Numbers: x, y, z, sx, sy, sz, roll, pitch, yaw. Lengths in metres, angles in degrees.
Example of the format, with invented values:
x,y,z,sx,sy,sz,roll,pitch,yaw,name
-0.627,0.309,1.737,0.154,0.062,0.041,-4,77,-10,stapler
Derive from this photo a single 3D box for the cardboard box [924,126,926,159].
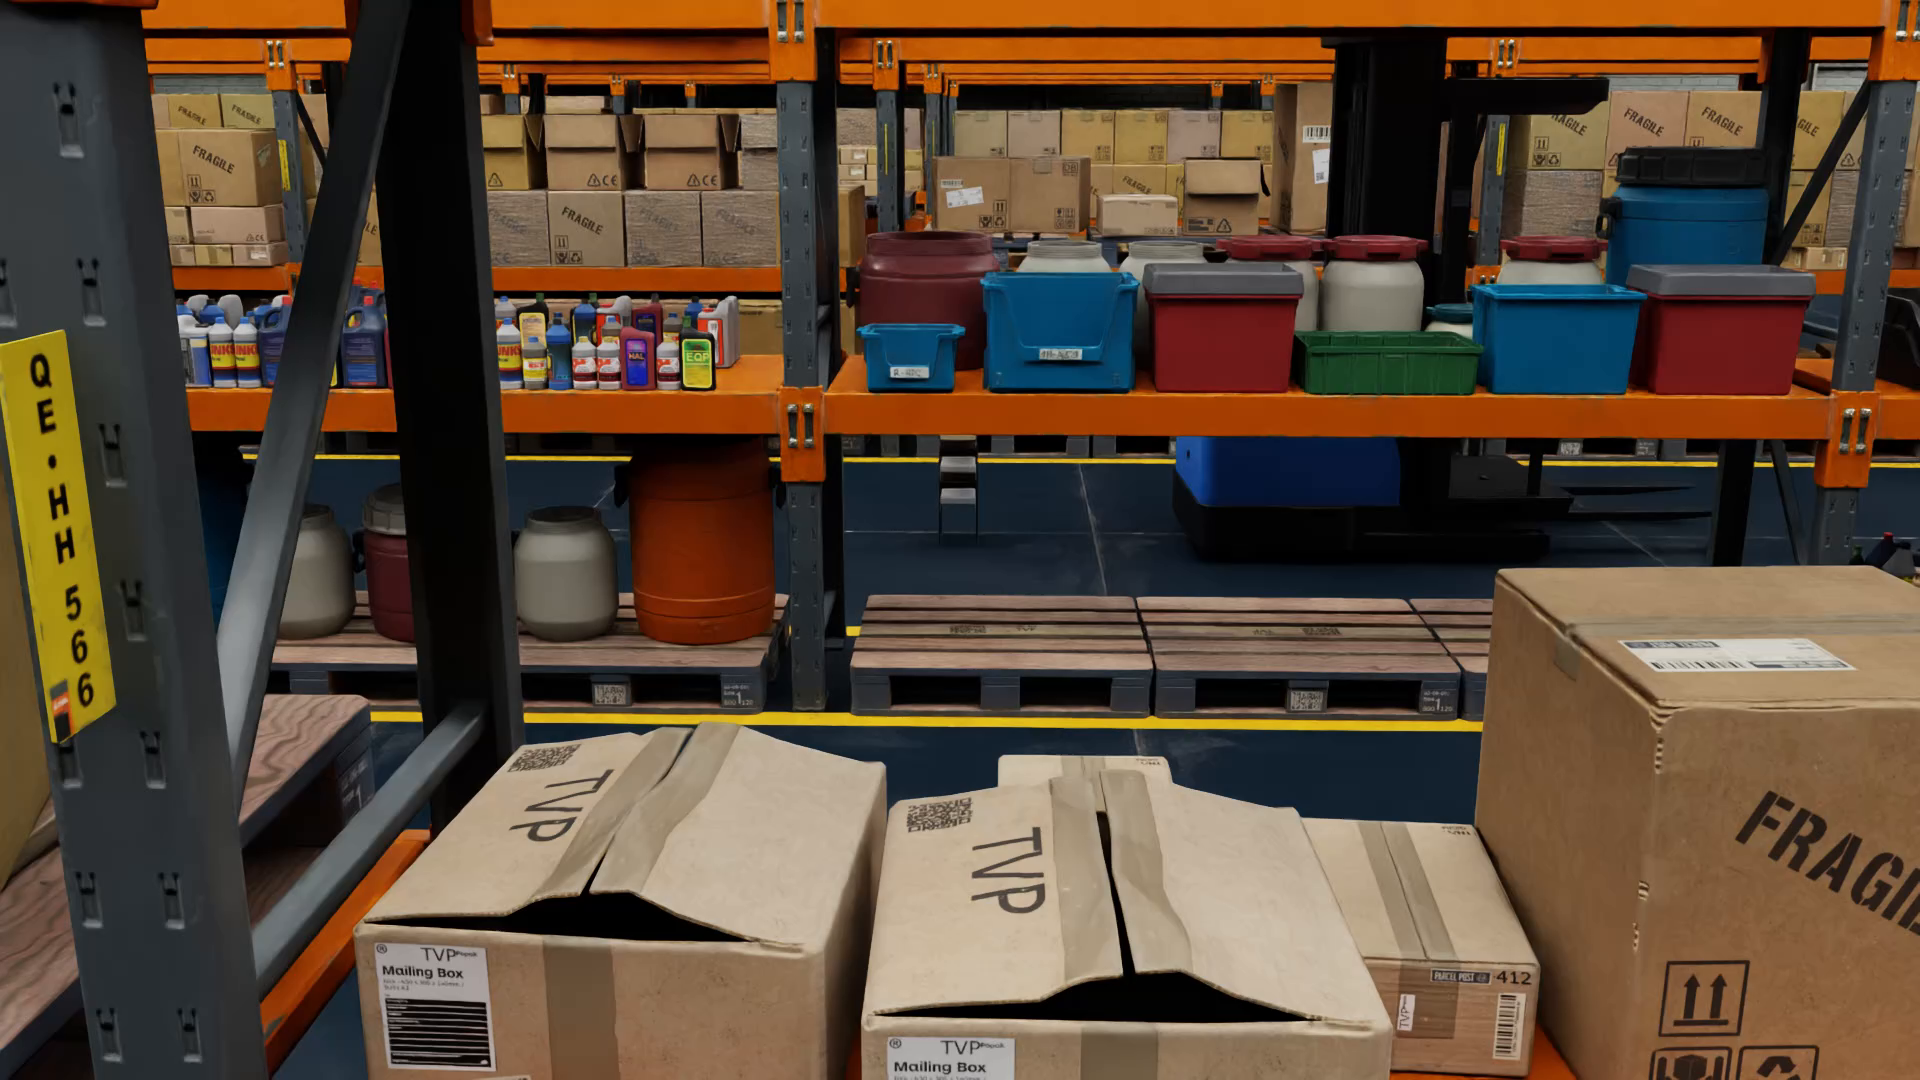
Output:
x,y,z,sx,sy,sz,roll,pitch,yaw,name
-0.607,-6.234,26.069,0.500,0.500,0.500,1,15,4,cardboard box

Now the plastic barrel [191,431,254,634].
x,y,z,sx,sy,sz,roll,pitch,yaw,name
-3.346,-0.085,7.073,0.708,0.901,0.600,0,15,1,plastic barrel

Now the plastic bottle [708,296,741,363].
x,y,z,sx,sy,sz,roll,pitch,yaw,name
-1.023,-0.908,7.146,0.135,0.276,0.152,0,15,1,plastic bottle

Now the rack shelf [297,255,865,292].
x,y,z,sx,sy,sz,roll,pitch,yaw,name
-2.472,-1.811,11.736,4.000,0.370,1.077,0,15,1,rack shelf

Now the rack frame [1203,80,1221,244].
x,y,z,sx,sy,sz,roll,pitch,yaw,name
3.902,-5.913,25.873,0.127,3.000,1.000,0,15,1,rack frame

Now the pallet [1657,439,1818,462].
x,y,z,sx,sy,sz,roll,pitch,yaw,name
5.421,-0.769,11.842,1.213,0.211,1.003,0,15,1,pallet

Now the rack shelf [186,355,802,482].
x,y,z,sx,sy,sz,roll,pitch,yaw,name
-2.598,-0.548,6.949,4.000,0.370,1.077,0,15,1,rack shelf

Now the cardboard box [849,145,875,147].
x,y,z,sx,sy,sz,roll,pitch,yaw,name
-0.971,-3.833,16.492,0.250,0.149,0.380,0,15,0,cardboard box

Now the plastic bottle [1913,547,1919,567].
x,y,z,sx,sy,sz,roll,pitch,yaw,name
4.243,0.143,7.248,0.185,0.351,0.144,0,15,-1,plastic bottle

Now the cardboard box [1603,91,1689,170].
x,y,z,sx,sy,sz,roll,pitch,yaw,name
4.469,-2.725,11.050,0.500,0.500,0.500,0,15,1,cardboard box

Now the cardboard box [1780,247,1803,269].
x,y,z,sx,sy,sz,roll,pitch,yaw,name
5.484,-1.924,11.246,0.250,0.149,0.380,0,15,1,cardboard box

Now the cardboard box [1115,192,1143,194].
x,y,z,sx,sy,sz,roll,pitch,yaw,name
1.201,-2.342,11.778,0.258,0.266,0.396,0,15,0,cardboard box

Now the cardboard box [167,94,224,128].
x,y,z,sx,sy,sz,roll,pitch,yaw,name
-7.296,-4.066,16.132,0.500,0.500,0.500,1,15,3,cardboard box

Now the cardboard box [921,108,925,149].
x,y,z,sx,sy,sz,roll,pitch,yaw,name
-0.706,-5.271,21.282,0.500,0.500,0.500,0,15,0,cardboard box

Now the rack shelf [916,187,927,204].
x,y,z,sx,sy,sz,roll,pitch,yaw,name
-2.219,-4.339,21.315,4.000,0.370,1.077,0,15,1,rack shelf

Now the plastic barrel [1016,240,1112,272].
x,y,z,sx,sy,sz,roll,pitch,yaw,name
0.435,-0.985,6.974,0.421,0.512,0.421,0,15,0,plastic barrel

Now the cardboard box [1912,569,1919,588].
x,y,z,sx,sy,sz,roll,pitch,yaw,name
1.475,0.342,1.968,0.500,0.500,0.500,0,15,2,cardboard box

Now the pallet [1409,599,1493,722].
x,y,z,sx,sy,sz,roll,pitch,yaw,name
2.614,0.496,7.046,1.213,0.211,1.003,0,15,1,pallet

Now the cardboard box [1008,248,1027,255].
x,y,z,sx,sy,sz,roll,pitch,yaw,name
0.362,-2.499,16.518,0.750,0.750,1.050,0,15,1,cardboard box

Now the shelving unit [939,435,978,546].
x,y,z,sx,sy,sz,roll,pitch,yaw,name
-0.008,-0.435,9.225,0.210,0.900,0.258,0,15,1,shelving unit

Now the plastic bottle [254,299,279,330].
x,y,z,sx,sy,sz,roll,pitch,yaw,name
-2.944,-0.887,7.074,0.097,0.271,0.097,0,15,0,plastic bottle

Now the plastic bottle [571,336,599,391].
x,y,z,sx,sy,sz,roll,pitch,yaw,name
-1.457,-0.688,6.459,0.097,0.201,0.097,0,15,0,plastic bottle

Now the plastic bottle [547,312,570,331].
x,y,z,sx,sy,sz,roll,pitch,yaw,name
-1.734,-0.884,7.200,0.097,0.201,0.097,0,15,0,plastic bottle

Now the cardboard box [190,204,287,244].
x,y,z,sx,sy,sz,roll,pitch,yaw,name
-4.919,-2.180,11.432,0.500,0.250,0.500,0,15,0,cardboard box

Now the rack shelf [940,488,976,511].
x,y,z,sx,sy,sz,roll,pitch,yaw,name
-0.008,-0.229,9.280,0.200,0.077,0.258,0,15,1,rack shelf

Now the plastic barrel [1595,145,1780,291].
x,y,z,sx,sy,sz,roll,pitch,yaw,name
3.021,-1.179,6.947,0.708,0.901,0.600,0,15,1,plastic barrel

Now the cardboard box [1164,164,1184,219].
x,y,z,sx,sy,sz,roll,pitch,yaw,name
2.215,-3.375,16.055,0.500,0.500,0.500,1,15,2,cardboard box

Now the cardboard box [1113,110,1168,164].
x,y,z,sx,sy,sz,roll,pitch,yaw,name
1.733,-3.928,16.192,0.500,0.500,0.700,0,15,1,cardboard box

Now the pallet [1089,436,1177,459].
x,y,z,sx,sy,sz,roll,pitch,yaw,name
1.525,-0.784,11.897,1.213,0.211,1.003,0,15,1,pallet

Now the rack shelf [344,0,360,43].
x,y,z,sx,sy,sz,roll,pitch,yaw,name
-2.729,-0.736,1.778,4.000,0.370,1.077,0,15,1,rack shelf

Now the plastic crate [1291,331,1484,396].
x,y,z,sx,sy,sz,roll,pitch,yaw,name
1.652,-0.694,6.506,0.662,0.188,0.450,0,15,1,plastic crate

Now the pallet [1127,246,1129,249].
x,y,z,sx,sy,sz,roll,pitch,yaw,name
3.165,-4.560,26.209,1.213,0.211,1.003,0,15,1,pallet

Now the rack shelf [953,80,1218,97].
x,y,z,sx,sy,sz,roll,pitch,yaw,name
1.903,-7.029,25.632,4.000,0.370,1.077,0,15,1,rack shelf

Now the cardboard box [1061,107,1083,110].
x,y,z,sx,sy,sz,roll,pitch,yaw,name
1.423,-5.444,21.219,0.250,0.149,0.380,0,15,-1,cardboard box

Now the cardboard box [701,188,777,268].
x,y,z,sx,sy,sz,roll,pitch,yaw,name
-1.470,-2.139,11.373,0.500,0.500,0.500,0,15,1,cardboard box

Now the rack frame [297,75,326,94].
x,y,z,sx,sy,sz,roll,pitch,yaw,name
-8.217,-4.726,21.371,0.127,3.000,1.000,0,15,1,rack frame

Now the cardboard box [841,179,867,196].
x,y,z,sx,sy,sz,roll,pitch,yaw,name
-0.998,-3.380,15.941,0.250,0.149,0.380,0,15,1,cardboard box

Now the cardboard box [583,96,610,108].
x,y,z,sx,sy,sz,roll,pitch,yaw,name
-4.534,-5.466,20.750,0.250,0.149,0.380,0,15,0,cardboard box

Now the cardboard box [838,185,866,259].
x,y,z,sx,sy,sz,roll,pitch,yaw,name
-0.951,-2.267,11.857,0.500,0.500,0.500,1,15,3,cardboard box

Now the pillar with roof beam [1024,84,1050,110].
x,y,z,sx,sy,sz,roll,pitch,yaw,name
1.120,-7.964,21.884,0.400,9.000,9.100,0,15,1,pillar with roof beam

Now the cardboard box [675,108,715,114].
x,y,z,sx,sy,sz,roll,pitch,yaw,name
-3.276,-5.159,20.858,0.500,0.500,0.500,0,15,1,cardboard box

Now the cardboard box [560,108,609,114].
x,y,z,sx,sy,sz,roll,pitch,yaw,name
-4.697,-5.164,20.877,0.500,0.500,0.500,0,15,1,cardboard box

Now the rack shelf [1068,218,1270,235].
x,y,z,sx,sy,sz,roll,pitch,yaw,name
1.755,-3.050,16.429,4.000,0.370,1.077,0,15,1,rack shelf

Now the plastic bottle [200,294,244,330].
x,y,z,sx,sy,sz,roll,pitch,yaw,name
-3.192,-0.923,7.200,0.135,0.276,0.152,0,15,1,plastic bottle

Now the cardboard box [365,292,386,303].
x,y,z,sx,sy,sz,roll,pitch,yaw,name
-3.831,-1.349,11.915,0.875,0.875,1.225,0,15,2,cardboard box

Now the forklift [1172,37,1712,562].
x,y,z,sx,sy,sz,roll,pitch,yaw,name
2.769,-1.433,9.026,3.031,2.935,1.130,0,15,-1,forklift

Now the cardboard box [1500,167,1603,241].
x,y,z,sx,sy,sz,roll,pitch,yaw,name
3.974,-2.294,11.375,0.500,0.500,0.875,0,15,1,cardboard box

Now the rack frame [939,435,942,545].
x,y,z,sx,sy,sz,roll,pitch,yaw,name
-0.110,-0.436,9.228,0.006,0.900,0.240,0,15,1,rack frame

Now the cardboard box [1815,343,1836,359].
x,y,z,sx,sy,sz,roll,pitch,yaw,name
6.303,-1.092,11.676,0.500,0.500,0.500,4,15,16,cardboard box

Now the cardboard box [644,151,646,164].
x,y,z,sx,sy,sz,roll,pitch,yaw,name
-3.077,-3.681,15.915,0.250,0.149,0.380,0,15,1,cardboard box
